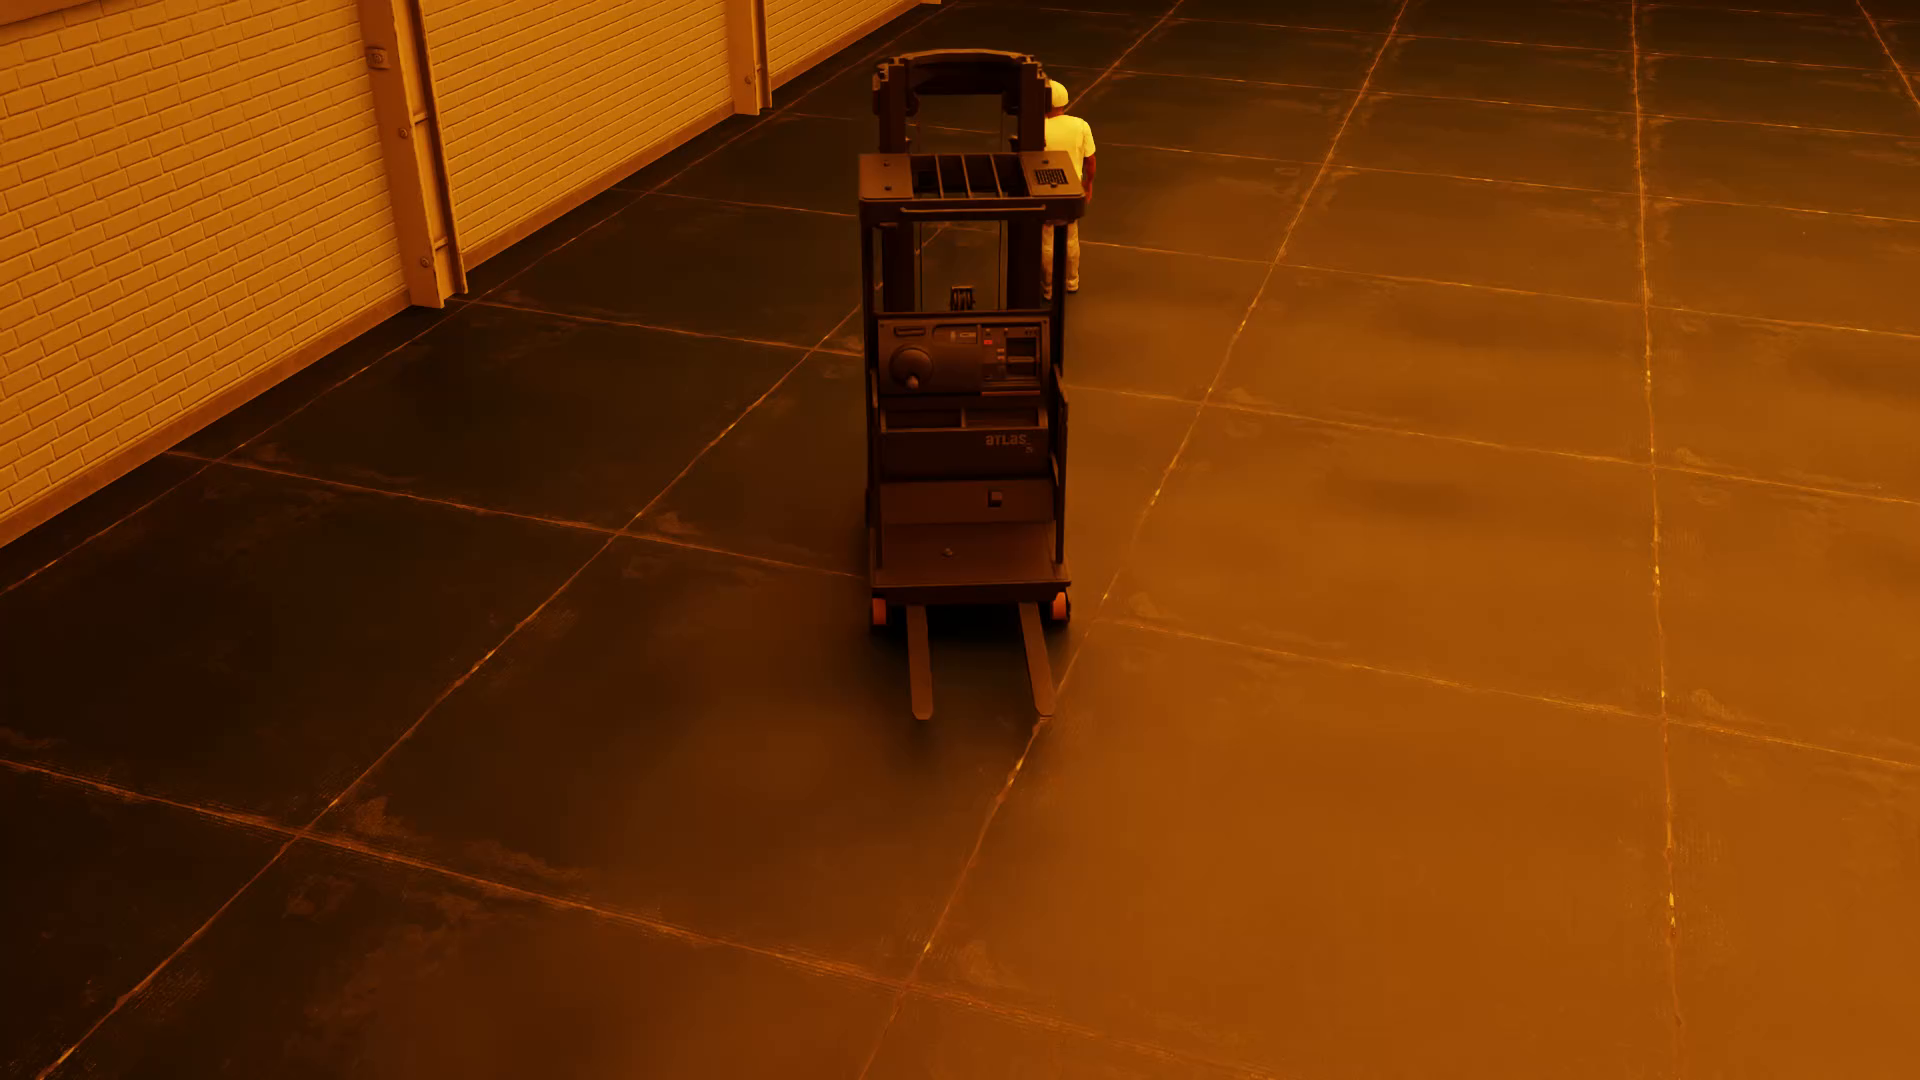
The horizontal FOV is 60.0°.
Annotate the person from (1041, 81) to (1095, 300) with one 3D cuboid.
[{"bbox_3d":[0.721,-2.781,13.178,0.665,1.769,0.574,-8,31,-14],"label":"person"}]

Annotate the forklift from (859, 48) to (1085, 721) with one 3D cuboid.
[{"bbox_3d":[0.036,-0.960,8.821,1.130,2.935,3.031,-2,30,-3],"label":"forklift"}]
